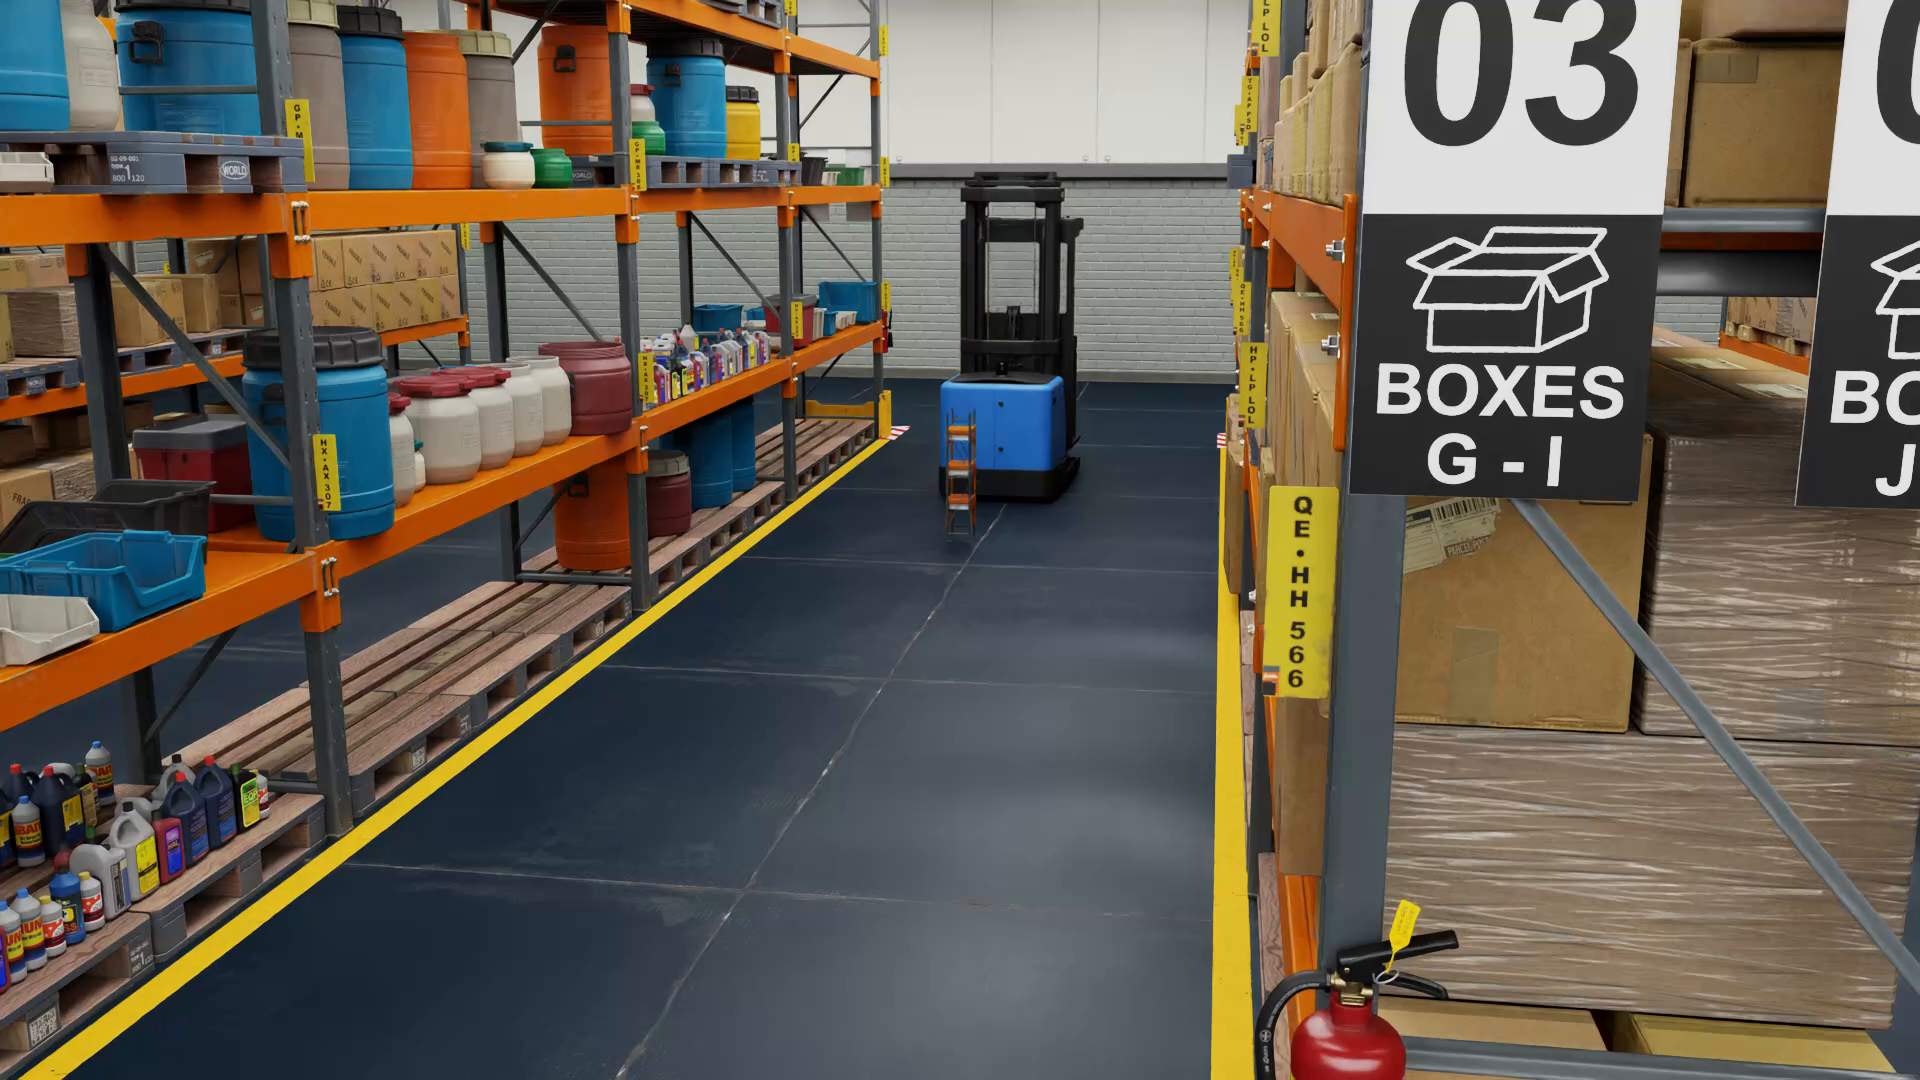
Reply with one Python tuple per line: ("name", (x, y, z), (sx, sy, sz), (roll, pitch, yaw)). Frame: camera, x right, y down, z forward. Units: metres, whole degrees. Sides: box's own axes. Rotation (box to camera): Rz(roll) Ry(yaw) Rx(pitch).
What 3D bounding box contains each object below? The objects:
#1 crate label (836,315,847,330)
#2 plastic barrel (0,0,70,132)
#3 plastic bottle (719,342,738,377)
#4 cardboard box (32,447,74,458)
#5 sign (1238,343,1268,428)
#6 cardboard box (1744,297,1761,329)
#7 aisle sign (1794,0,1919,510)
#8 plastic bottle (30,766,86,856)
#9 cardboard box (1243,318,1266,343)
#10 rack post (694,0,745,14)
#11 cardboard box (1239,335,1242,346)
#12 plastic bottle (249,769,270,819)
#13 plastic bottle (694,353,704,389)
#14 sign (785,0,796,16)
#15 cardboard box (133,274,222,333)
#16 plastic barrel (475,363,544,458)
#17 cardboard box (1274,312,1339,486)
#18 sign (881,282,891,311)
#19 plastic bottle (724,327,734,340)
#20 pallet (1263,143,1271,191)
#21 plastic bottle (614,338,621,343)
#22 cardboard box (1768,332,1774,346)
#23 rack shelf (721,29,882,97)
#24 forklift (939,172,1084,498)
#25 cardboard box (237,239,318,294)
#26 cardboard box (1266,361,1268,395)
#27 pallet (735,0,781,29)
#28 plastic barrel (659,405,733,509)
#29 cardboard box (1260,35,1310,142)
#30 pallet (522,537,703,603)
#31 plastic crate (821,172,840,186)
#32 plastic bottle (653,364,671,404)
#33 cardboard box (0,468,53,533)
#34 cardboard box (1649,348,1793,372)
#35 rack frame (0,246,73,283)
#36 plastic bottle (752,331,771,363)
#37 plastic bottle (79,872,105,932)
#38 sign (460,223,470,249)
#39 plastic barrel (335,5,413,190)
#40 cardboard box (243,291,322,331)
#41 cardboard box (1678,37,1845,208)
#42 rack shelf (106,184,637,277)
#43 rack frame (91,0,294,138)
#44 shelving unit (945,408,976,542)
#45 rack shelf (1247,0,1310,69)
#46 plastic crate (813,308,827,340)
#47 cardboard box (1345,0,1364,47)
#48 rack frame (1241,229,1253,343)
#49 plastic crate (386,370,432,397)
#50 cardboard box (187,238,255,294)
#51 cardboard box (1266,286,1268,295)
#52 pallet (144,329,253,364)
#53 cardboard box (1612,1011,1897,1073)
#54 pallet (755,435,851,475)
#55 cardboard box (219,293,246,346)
("crate label", (-1.401, -2.274, 17.410), (0.396, 0.136, 0.243), (2, 12, 9))
("plastic barrel", (-3.481, -1.883, 5.804), (0.600, 0.901, 0.708), (2, 12, 9))
("plastic bottle", (-1.888, -1.473, 13.504), (0.152, 0.276, 0.135), (2, 12, 9))
("cardboard box", (-7.509, -0.467, 13.430), (0.500, 0.500, 0.500), (1, 12, 7))
("sign", (1.122, -0.593, 6.376), (0.100, 0.325, 0.005), (2, 12, 9))
("cardboard box", (8.003, -2.323, 16.211), (0.500, 0.500, 0.500), (2, 12, 9))
("aisle sign", (1.343, -0.425, 2.175), (0.394, 0.787, 0.004), (2, 12, 9))
("plastic bottle", (-3.614, 1.069, 6.656), (0.144, 0.351, 0.185), (2, 12, 9))
("cardboard box", (2.430, -1.427, 12.759), (0.500, 0.500, 0.500), (2, 12, 7))
("rack post", (-2.178, -4.098, 12.336), (0.937, 0.300, 0.954), (3, 13, 15))
("cardboard box", (2.710, -1.847, 14.596), (0.500, 0.250, 0.500), (2, 12, 8))
("plastic bottle", (-2.970, 1.068, 7.014), (0.097, 0.201, 0.097), (0, 12, 0))
("plastic bottle", (-1.999, -1.283, 12.633), (0.097, 0.271, 0.097), (0, 12, 0))
("sign", (-1.449, -4.648, 14.195), (0.100, 0.325, 0.005), (2, 12, 9))
("cardboard box", (-7.180, -2.159, 15.160), (0.700, 0.500, 0.500), (-2, 12, -10))
("plastic barrel", (-2.619, -0.749, 9.582), (0.421, 0.512, 0.421), (0, 12, 0))
("cardboard box", (1.198, -0.399, 4.908), (0.500, 0.500, 0.500), (2, 12, 9))
("sign", (-0.831, -2.733, 18.669), (0.100, 0.325, 0.005), (2, 12, 9))
("plastic bottle", (-1.953, -1.614, 13.980), (0.144, 0.351, 0.185), (2, 12, 9))
("pallet", (2.028, -1.725, 7.704), (1.213, 0.211, 1.003), (2, 12, 9))
("plastic bottle", (-2.676, -1.413, 13.045), (0.144, 0.351, 0.185), (2, 12, 9))
("cardboard box", (7.966, -1.924, 15.895), (0.380, 0.149, 0.250), (2, 12, 8))
("rack shelf", (-1.685, -4.637, 16.308), (1.077, 0.370, 4.000), (2, 12, 9))
("forklift", (0.595, -2.076, 16.171), (1.130, 2.935, 3.031), (2, 12, 11))
("cardboard box", (-6.536, -2.623, 15.935), (0.500, 0.500, 0.500), (2, 12, 10))
("cardboard box", (1.847, -0.629, 8.051), (0.797, 0.503, 0.637), (3, 13, 14))
("pallet", (-2.089, -4.307, 13.516), (1.003, 0.211, 1.213), (2, 12, 9))
("plastic barrel", (-2.202, -0.755, 13.860), (0.600, 0.901, 0.708), (2, 12, 9))
("cardboard box", (1.808, -2.302, 8.511), (0.500, 0.500, 0.500), (2, 12, 7))
("pallet", (-2.527, 0.195, 12.088), (1.003, 0.211, 1.213), (2, 12, 9))
("plastic crate", (-1.450, -3.567, 16.432), (0.437, 0.136, 0.530), (2, 12, 9))
("plastic bottle", (-2.150, -1.118, 11.856), (0.152, 0.276, 0.135), (2, 12, 9))
("cardboard box", (-7.149, -0.243, 12.388), (0.500, 0.500, 0.500), (2, 12, 11))
("cardboard box", (1.569, -0.174, 3.862), (0.500, 0.500, 0.500), (2, 12, 9))
("rack frame", (-11.166, -2.989, 20.243), (1.000, 3.000, 0.127), (2, 12, 9))
("plastic bottle", (-1.733, -1.682, 14.474), (0.152, 0.276, 0.135), (2, 12, 9))
("plastic bottle", (-3.136, 1.293, 5.974), (0.097, 0.201, 0.097), (0, 12, 0))
("sign", (-5.726, -3.528, 19.244), (0.100, 0.325, 0.005), (2, 12, 9))
("plastic barrel", (-3.158, -2.267, 8.581), (0.600, 0.901, 0.708), (2, 12, 9))
("cardboard box", (-6.538, -2.143, 16.079), (0.500, 0.500, 0.500), (2, 12, 10))
("cardboard box", (1.386, -0.662, 2.680), (0.500, 0.250, 0.500), (2, 12, 10))
("rack shelf", (-2.915, -1.701, 8.854), (1.077, 0.370, 4.000), (2, 12, 9))
("rack frame", (-3.223, -3.103, 6.530), (1.000, 3.000, 0.127), (2, 12, 9))
("shelving unit", (0.008, -0.524, 13.434), (0.215, 1.050, 0.252), (2, 12, 9))
("rack shelf", (2.594, -3.644, 11.699), (1.077, 0.370, 4.000), (2, 12, 9))
("plastic crate", (-1.575, -2.119, 16.343), (0.437, 0.282, 0.530), (2, 12, 9))
("cardboard box", (0.791, -0.833, 2.527), (0.380, 0.149, 0.250), (2, 12, 9))
("rack frame", (2.902, -1.675, 14.145), (1.000, 3.000, 0.127), (2, 12, 9))
("plastic crate", (-3.158, -0.708, 9.505), (0.402, 0.464, 0.583), (2, 12, 9))
("cardboard box", (-7.064, -2.648, 16.050), (0.500, 0.500, 0.500), (2, 12, 9))
("cardboard box", (2.518, -1.669, 11.498), (0.797, 0.503, 0.637), (2, 12, 10))
("pallet", (-7.117, -1.740, 14.903), (1.003, 0.211, 1.213), (2, 12, 9))
("cardboard box", (1.336, 0.894, 2.820), (0.380, 0.149, 0.250), (2, 12, 9))
("pallet", (-1.732, -0.881, 17.082), (1.003, 0.211, 1.213), (2, 12, 9))
("cardboard box", (-7.063, -2.158, 16.149), (0.500, 0.500, 0.500), (2, 12, 10))
